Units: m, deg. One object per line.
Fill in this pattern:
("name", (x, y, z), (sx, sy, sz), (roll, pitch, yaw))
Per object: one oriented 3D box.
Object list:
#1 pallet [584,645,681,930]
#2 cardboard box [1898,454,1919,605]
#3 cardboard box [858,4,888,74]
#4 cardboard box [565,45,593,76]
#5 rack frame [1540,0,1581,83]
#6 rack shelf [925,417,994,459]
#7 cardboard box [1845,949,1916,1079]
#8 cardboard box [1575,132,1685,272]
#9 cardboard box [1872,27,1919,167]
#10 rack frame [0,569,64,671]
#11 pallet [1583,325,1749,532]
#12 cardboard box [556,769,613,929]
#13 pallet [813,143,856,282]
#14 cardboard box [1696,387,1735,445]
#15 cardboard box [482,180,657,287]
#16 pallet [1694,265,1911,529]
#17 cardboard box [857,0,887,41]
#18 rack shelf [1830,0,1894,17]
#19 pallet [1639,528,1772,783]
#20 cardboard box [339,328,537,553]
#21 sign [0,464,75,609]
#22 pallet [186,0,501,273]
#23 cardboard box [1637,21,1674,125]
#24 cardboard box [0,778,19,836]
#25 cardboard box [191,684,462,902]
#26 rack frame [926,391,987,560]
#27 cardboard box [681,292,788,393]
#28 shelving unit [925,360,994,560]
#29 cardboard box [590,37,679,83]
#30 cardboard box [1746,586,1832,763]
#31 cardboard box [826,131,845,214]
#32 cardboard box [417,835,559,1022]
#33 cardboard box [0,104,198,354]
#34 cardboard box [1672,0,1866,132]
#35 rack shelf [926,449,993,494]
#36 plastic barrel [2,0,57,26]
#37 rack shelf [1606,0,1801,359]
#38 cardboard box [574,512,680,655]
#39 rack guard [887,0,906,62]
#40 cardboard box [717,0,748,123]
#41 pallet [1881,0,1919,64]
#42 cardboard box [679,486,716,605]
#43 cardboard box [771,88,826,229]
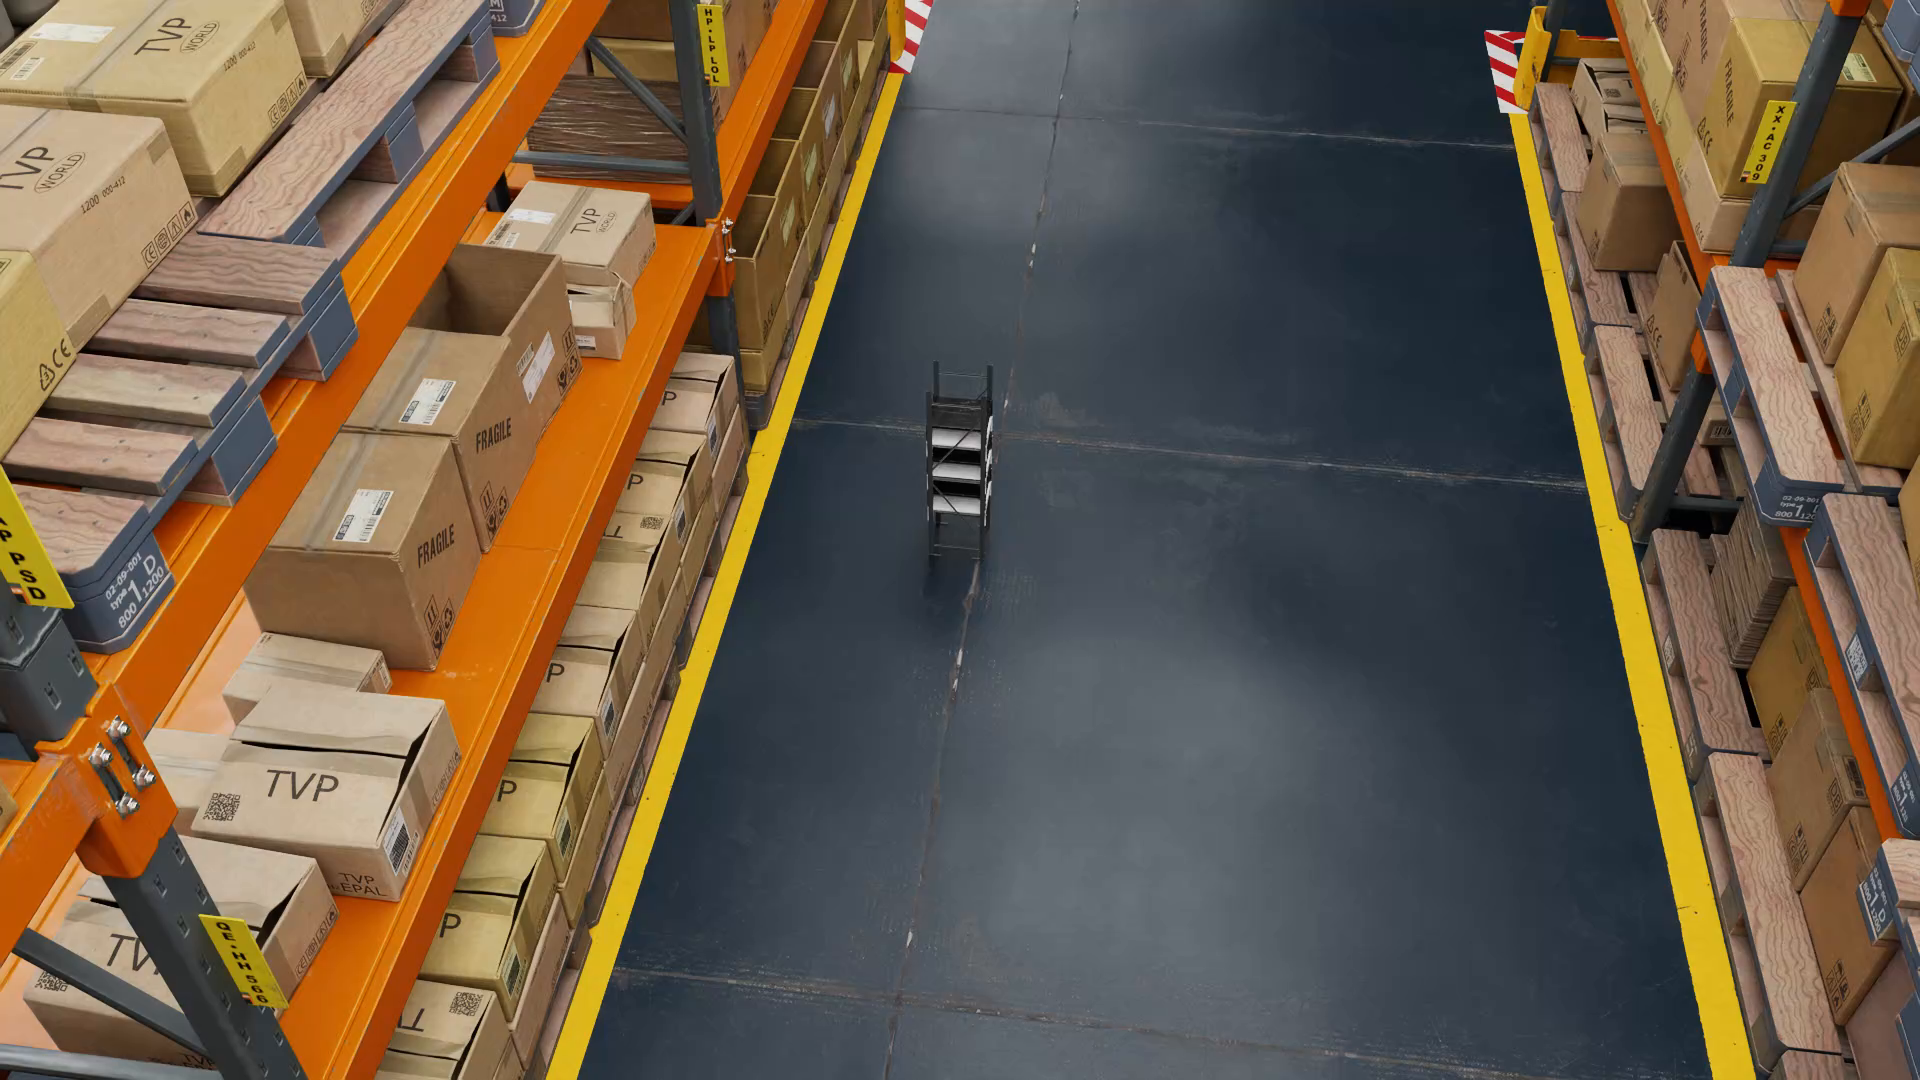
("pallet", (-1.689, 0.838, 6.233), (1.003, 0.211, 1.213), (5, 44, 6))
("cardboard box", (3.201, -0.087, 4.789), (0.700, 0.500, 0.500), (11, 45, 11))
("cardboard box", (-0.721, -3.002, 9.955), (0.500, 0.250, 0.500), (5, 44, 6))
("cardboard box", (-1.648, -1.990, 6.648), (0.380, 0.149, 0.250), (5, 44, 5))
("rack frame", (3.968, -3.792, 9.095), (1.000, 3.000, 0.127), (5, 44, 6))
("rack shelf", (-0.001, -0.428, 6.856), (0.258, 0.077, 0.200), (5, 44, 6))
("cardboard box", (3.137, 1.572, 4.928), (0.700, 0.500, 0.500), (5, 44, 5))
("cardboard box", (3.565, -1.697, 8.381), (0.700, 0.500, 0.500), (3, 44, 3))
("cardboard box", (3.708, -1.593, 6.322), (0.500, 0.500, 0.500), (4, 44, 5))
("rack frame", (-2.001, -0.966, 1.748), (1.000, 3.000, 0.127), (5, 44, 6))
("pallet", (3.493, -0.514, 7.662), (1.003, 0.211, 1.213), (5, 44, 6))
("cardboard box", (-1.512, 1.030, 5.697), (0.500, 0.250, 0.500), (4, 44, 4))
("pallet", (-1.166, -1.873, 9.097), (1.003, 0.211, 1.213), (5, 44, 6))
("cardboard box", (3.480, -0.564, 7.427), (0.380, 0.166, 0.250), (0, 43, 0))
("cardboard box", (-1.494, -1.120, 6.382), (0.500, 0.250, 0.500), (8, 44, 8))
("pallet", (3.194, -0.489, 5.746), (1.003, 0.211, 1.213), (5, 44, 6))
("cardboard box", (-0.719, -3.274, 9.697), (0.500, 0.500, 0.500), (5, 44, 6))
("rack shelf", (3.175, -0.531, 3.993), (1.077, 0.370, 4.000), (5, 44, 6))
("pallet", (3.338, 0.477, 6.615), (1.003, 0.211, 1.213), (5, 44, 6))
("cardboard box", (-1.725, -0.328, 5.364), (0.500, 0.500, 0.500), (5, 44, 6))
("sign", (-1.463, -0.014, 2.548), (0.100, 0.325, 0.005), (5, 44, 6))
("pallet", (-1.855, -1.041, 4.146), (1.003, 0.211, 1.213), (7, 44, 7))
("cardboard box", (3.326, -2.052, 7.352), (0.500, 0.250, 0.500), (5, 44, 5))
("cardboard box", (-2.025, 0.387, 2.427), (0.910, 0.500, 0.500), (5, 44, 6))
("cardboard box", (-1.690, 0.653, 4.466), (0.500, 0.311, 0.500), (5, 44, 5))
("rack frame", (-0.015, -0.252, 6.884), (0.240, 0.900, 0.006), (5, 44, 6))
("cardboard box", (-1.110, -0.956, 7.795), (0.500, 0.250, 0.500), (5, 44, 6))
("shelving unit", (-0.001, -0.321, 6.957), (0.258, 0.900, 0.210), (5, 44, 6))
("cardboard box", (-1.244, -1.951, 6.607), (0.380, 0.149, 0.250), (5, 44, 5))
("cardboard box", (3.340, 0.542, 6.016), (0.700, 0.500, 0.500), (4, 44, 5))
("cardboard box", (-0.907, -1.978, 8.874), (0.500, 0.250, 0.500), (5, 44, 6))
("cardboard box", (-1.579, 1.166, 5.146), (0.500, 0.311, 0.500), (4, 44, 4))
("cardboard box", (-1.945, -0.648, 3.397), (0.500, 0.250, 0.500), (6, 44, 7))
("cardboard box", (3.255, -1.982, 6.733), (0.500, 0.500, 0.500), (5, 44, 5))
("rack shelf", (-0.001, -0.297, 6.980), (0.258, 0.077, 0.200), (5, 44, 6))
("plastic barrel", (-5.864, -3.486, 10.276), (0.421, 0.512, 0.421), (0, 43, 0))
("rack shelf", (3.703, -2.168, 7.903), (1.077, 0.370, 4.000), (5, 44, 6))
("cardboard box", (-1.372, 0.126, 6.244), (0.500, 0.311, 0.500), (5, 44, 5))
("rack guard", (-0.940, -3.349, 10.445), (1.175, 0.500, 0.348), (5, 44, 6))
("cardboard box", (-1.356, -2.213, 7.355), (0.700, 0.500, 0.500), (5, 44, 5))
("pallet", (3.252, -1.676, 4.816), (1.213, 0.211, 1.003), (5, 44, 6))
("cardboard box", (-1.308, -0.014, 6.800), (0.500, 0.250, 0.500), (5, 44, 5))
("cardboard box", (-0.968, -1.909, 8.256), (0.500, 0.500, 0.500), (5, 44, 6))
